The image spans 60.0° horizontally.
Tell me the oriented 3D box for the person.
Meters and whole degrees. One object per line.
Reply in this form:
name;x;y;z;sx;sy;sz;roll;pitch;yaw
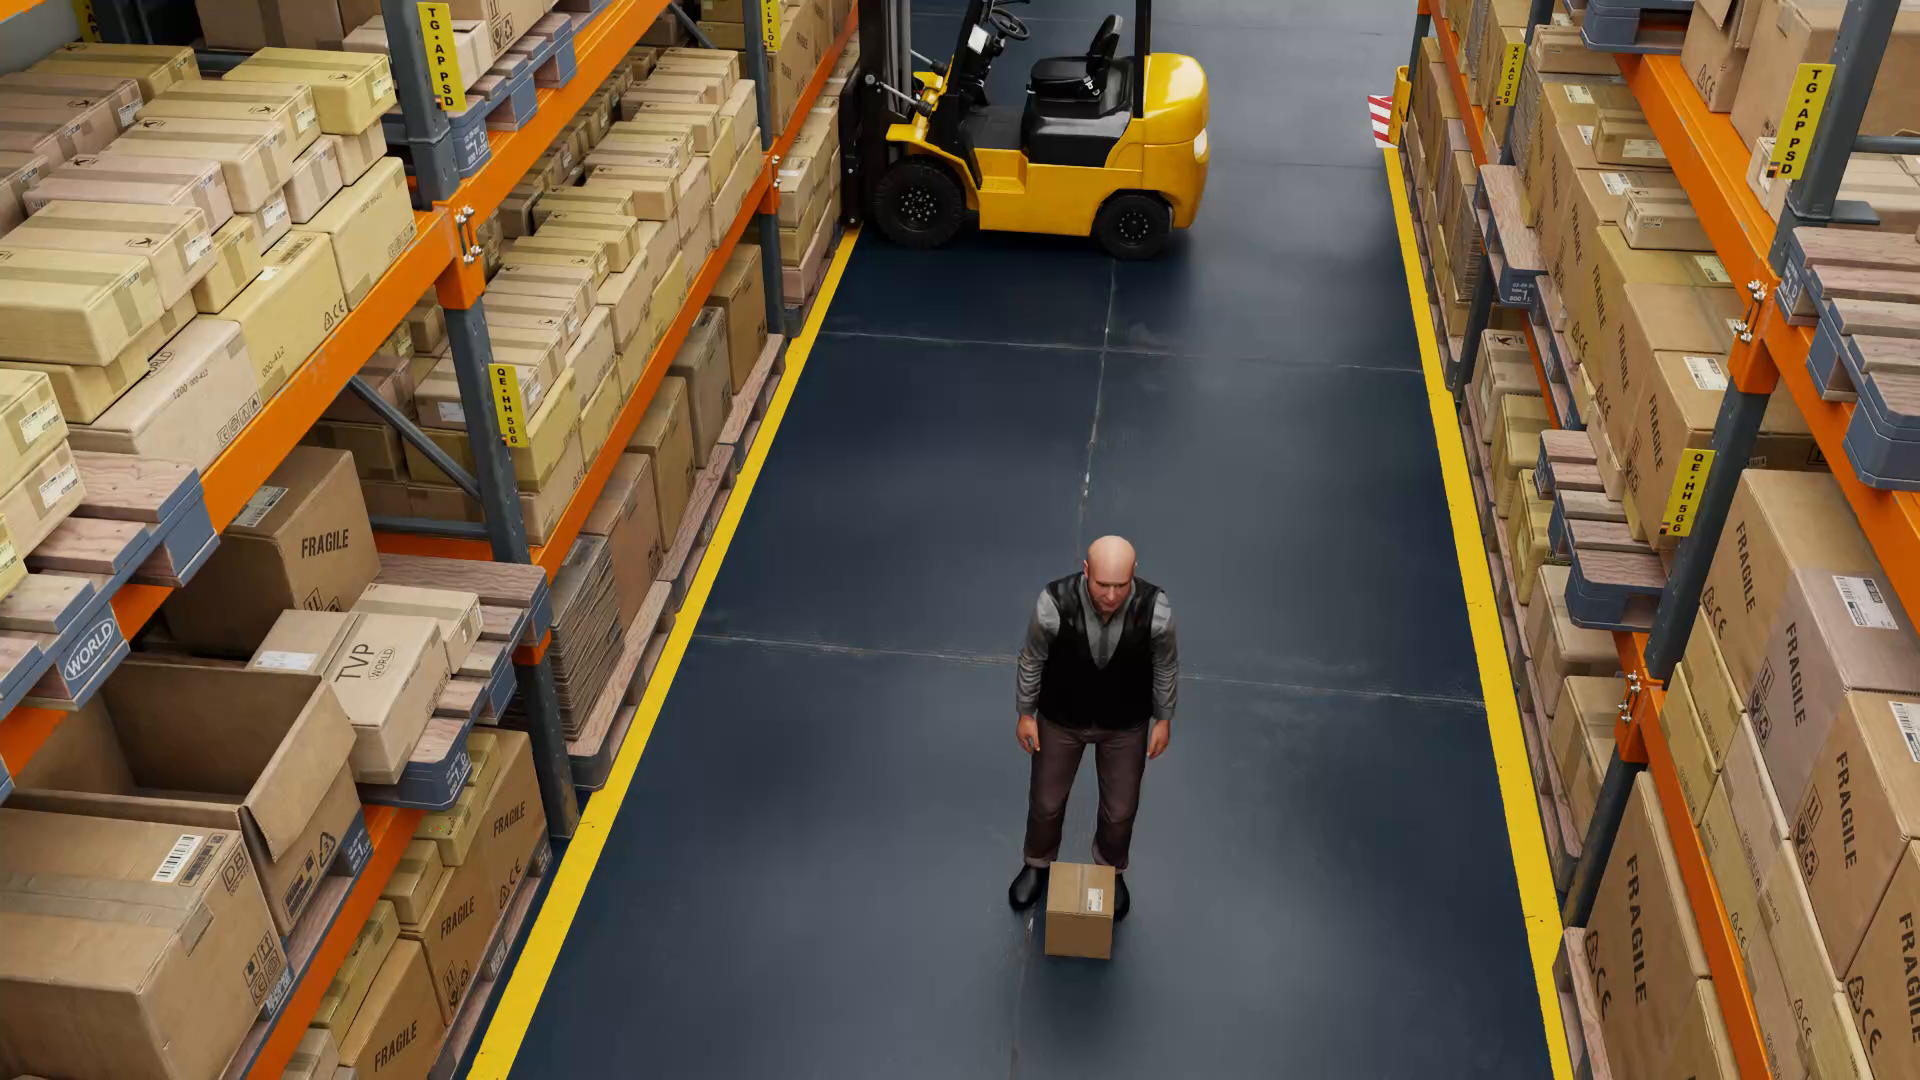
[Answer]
person;0.495;0.658;6.152;0.594;1.721;0.422;2;36;3
